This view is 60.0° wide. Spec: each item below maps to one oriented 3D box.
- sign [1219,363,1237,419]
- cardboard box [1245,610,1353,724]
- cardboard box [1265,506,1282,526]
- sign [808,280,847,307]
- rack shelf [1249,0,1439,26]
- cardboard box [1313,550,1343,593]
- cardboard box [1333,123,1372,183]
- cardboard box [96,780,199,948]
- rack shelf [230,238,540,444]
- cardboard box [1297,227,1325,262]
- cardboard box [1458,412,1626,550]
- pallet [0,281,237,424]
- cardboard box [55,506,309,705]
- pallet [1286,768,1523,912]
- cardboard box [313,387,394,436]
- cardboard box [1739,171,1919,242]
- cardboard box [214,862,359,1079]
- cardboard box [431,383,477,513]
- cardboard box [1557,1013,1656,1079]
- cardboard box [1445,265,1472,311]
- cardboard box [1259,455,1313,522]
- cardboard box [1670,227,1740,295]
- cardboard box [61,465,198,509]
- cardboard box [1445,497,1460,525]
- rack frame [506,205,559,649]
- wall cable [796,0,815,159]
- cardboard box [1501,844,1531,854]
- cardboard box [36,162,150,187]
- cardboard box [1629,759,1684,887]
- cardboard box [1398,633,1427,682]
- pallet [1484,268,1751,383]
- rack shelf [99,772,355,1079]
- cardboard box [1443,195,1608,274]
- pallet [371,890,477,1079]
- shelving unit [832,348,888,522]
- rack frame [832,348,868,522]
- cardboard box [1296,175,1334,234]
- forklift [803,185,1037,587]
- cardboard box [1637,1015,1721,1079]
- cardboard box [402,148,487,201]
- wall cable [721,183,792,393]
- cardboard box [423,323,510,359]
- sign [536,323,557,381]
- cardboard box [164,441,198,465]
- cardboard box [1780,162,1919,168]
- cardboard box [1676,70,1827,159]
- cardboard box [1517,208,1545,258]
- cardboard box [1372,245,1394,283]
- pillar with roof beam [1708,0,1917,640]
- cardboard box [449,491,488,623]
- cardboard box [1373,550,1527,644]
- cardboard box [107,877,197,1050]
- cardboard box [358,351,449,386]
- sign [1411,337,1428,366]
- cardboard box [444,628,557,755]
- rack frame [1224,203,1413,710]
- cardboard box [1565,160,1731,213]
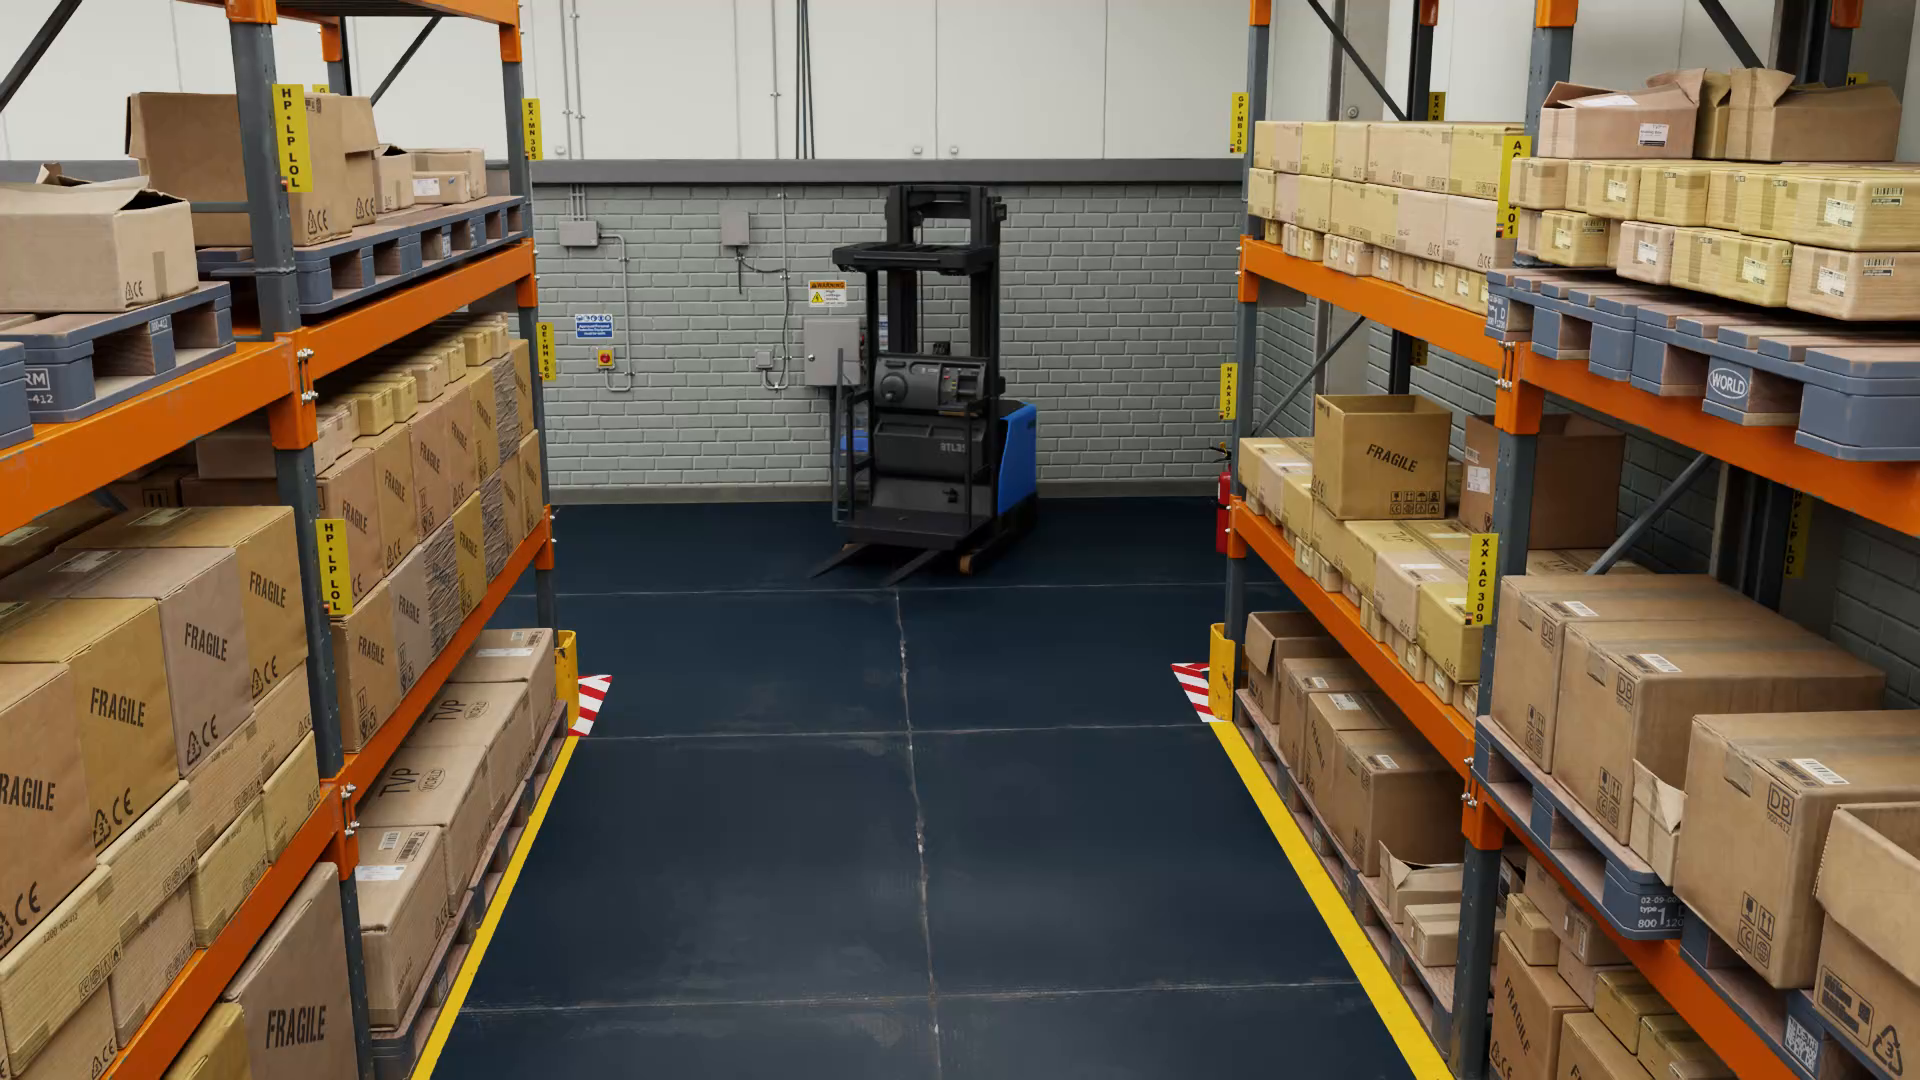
[{"bbox_3d":[1.554,-0.860,9.611,0.100,0.325,0.005,-1,14,-3],"label":"sign"},{"bbox_3d":[2.039,0.710,9.414,0.797,0.503,0.637,-1,15,-6],"label":"cardboard box"},{"bbox_3d":[1.904,-0.179,9.206,0.380,0.149,0.250,-1,14,-2],"label":"cardboard box"},{"bbox_3d":[-1.193,-2.220,14.978,0.339,0.242,0.001,-1,14,-3],"label":"sign"},{"bbox_3d":[2.220,-2.507,7.161,1.077,0.370,4.000,-1,14,-3],"label":"rack shelf"},{"bbox_3d":[1.909,0.145,7.948,0.380,0.149,0.250,-1,14,-2],"label":"cardboard box"},{"bbox_3d":[1.972,-1.723,7.384,0.500,0.250,0.500,0,14,-2],"label":"cardboard box"},{"bbox_3d":[-2.264,0.813,4.146,0.500,0.250,0.500,-1,14,-2],"label":"cardboard box"},{"bbox_3d":[-2.734,-0.978,7.233,1.077,0.370,4.000,-1,14,-3],"label":"rack shelf"},{"bbox_3d":[1.861,-1.440,8.087,0.380,0.149,0.250,-1,14,-4],"label":"cardboard box"},{"bbox_3d":[2.517,-0.263,7.229,0.500,0.500,0.500,-1,14,-5],"label":"cardboard box"},{"bbox_3d":[-2.504,-0.509,4.351,0.805,0.209,1.217,-1,15,-6],"label":"pallet"},{"bbox_3d":[-2.332,0.198,5.030,0.500,0.500,0.500,0,14,-2],"label":"cardboard box"},{"bbox_3d":[2.224,1.421,8.079,1.003,0.211,1.213,-1,14,-3],"label":"pallet"},{"bbox_3d":[-2.415,-0.495,6.422,0.380,0.149,0.250,-1,14,-4],"label":"cardboard box"},{"bbox_3d":[2.073,-0.781,3.885,0.380,0.149,0.250,-1,14,-3],"label":"cardboard box"},{"bbox_3d":[-2.492,1.602,5.202,0.875,0.875,0.875,0,14,-2],"label":"cardboard box"},{"bbox_3d":[-2.472,-0.410,7.394,0.500,0.500,0.500,-1,14,-4],"label":"cardboard box"},{"bbox_3d":[2.192,1.809,5.150,0.500,0.500,0.500,-1,14,-4],"label":"cardboard box"},{"bbox_3d":[2.015,-0.931,6.110,0.380,0.149,0.250,-1,14,-4],"label":"cardboard box"},{"bbox_3d":[1.887,-0.278,8.792,0.500,0.250,0.500,-1,14,-3],"label":"cardboard box"},{"bbox_3d":[2.031,-0.703,4.178,0.380,0.149,0.250,-1,14,-4],"label":"cardboard box"},{"bbox_3d":[-2.915,-0.022,5.887,0.500,0.500,0.500,-1,14,-4],"label":"cardboard box"},{"bbox_3d":[2.478,-0.029,7.822,0.500,0.250,0.500,-1,14,-4],"label":"cardboard box"},{"bbox_3d":[-2.858,-0.372,9.451,1.000,3.000,0.127,-1,14,-3],"label":"rack frame"},{"bbox_3d":[0.042,-4.750,14.353,2.988,3.039,0.133,-1,14,-3],"label":"wall cable"},{"bbox_3d":[2.512,1.447,7.260,0.380,0.149,0.250,-1,14,-4],"label":"cardboard box"},{"bbox_3d":[-2.969,-1.170,5.760,0.396,0.266,0.258,0,14,-2],"label":"cardboard box"},{"bbox_3d":[2.047,0.759,4.484,0.396,0.266,0.258,0,14,-1],"label":"cardboard box"},{"bbox_3d":[1.994,0.463,6.710,0.380,0.149,0.250,-1,14,-2],"label":"cardboard box"},{"bbox_3d":[2.314,-0.653,4.901,1.213,0.211,1.003,-1,14,-3],"label":"pallet"},{"bbox_3d":[-2.486,1.469,3.741,1.077,0.370,4.000,-1,14,-3],"label":"rack shelf"},{"bbox_3d":[2.064,-1.095,5.945,0.500,0.250,0.500,-1,14,-3],"label":"cardboard box"},{"bbox_3d":[-2.579,1.783,6.671,1.003,0.211,1.213,-1,14,-3],"label":"pallet"},{"bbox_3d":[-0.794,-0.989,14.745,0.538,1.500,1.048,3,13,2],"label":"shelving unit"},{"bbox_3d":[-0.820,-0.880,14.249,0.500,1.500,0.032,3,13,2],"label":"rack frame"},{"bbox_3d":[1.922,-1.605,7.929,0.500,0.250,0.500,-1,14,-5],"label":"cardboard box"},{"bbox_3d":[-0.311,-1.258,13.034,1.130,2.935,3.031,5,15,19],"label":"forklift"},{"bbox_3d":[2.253,1.531,4.927,0.380,0.149,0.250,-1,14,-4],"label":"cardboard box"},{"bbox_3d":[-2.740,-1.893,8.601,0.500,0.250,0.500,-2,15,-9],"label":"cardboard box"},{"bbox_3d":[-1.816,-2.290,14.869,0.588,1.984,0.122,-1,14,-3],"label":"wall cable"},{"bbox_3d":[-2.496,-1.006,8.409,0.380,0.149,0.250,-1,14,-4],"label":"cardboard box"},{"bbox_3d":[-2.315,-1.052,9.296,0.100,0.325,0.005,-1,14,-3],"label":"sign"},{"bbox_3d":[-2.855,-0.362,5.906,0.380,0.149,0.250,-1,14,-2],"label":"cardboard box"},{"bbox_3d":[2.541,-0.983,4.670,0.380,0.149,0.250,-1,14,-5],"label":"cardboard box"},{"bbox_3d":[2.431,-1.307,5.098,0.396,0.266,0.258,-1,14,-4],"label":"cardboard box"},{"bbox_3d":[1.965,-0.957,5.166,0.380,0.149,0.250,-1,14,-3],"label":"cardboard box"},{"bbox_3d":[1.987,-1.189,7.111,0.380,0.149,0.250,-1,14,-3],"label":"cardboard box"},{"bbox_3d":[-1.096,-2.480,5.607,9.100,9.000,0.400,-1,14,-3],"label":"pillar with roof beam"},{"bbox_3d":[-2.461,0.077,7.507,0.500,0.500,0.500,0,14,-2],"label":"cardboard box"},{"bbox_3d":[2.023,0.227,6.828,0.500,0.250,0.500,-1,14,-3],"label":"cardboard box"},{"bbox_3d":[-2.288,1.056,4.203,0.500,0.250,0.500,-1,14,-5],"label":"cardboard box"},{"bbox_3d":[-2.504,-0.750,7.413,0.380,0.149,0.250,0,14,-2],"label":"cardboard box"},{"bbox_3d":[2.651,-1.166,9.582,0.100,0.325,0.005,-1,14,-3],"label":"sign"},{"bbox_3d":[-2.717,0.829,9.085,0.875,0.438,0.875,-1,14,-5],"label":"cardboard box"},{"bbox_3d":[2.096,-0.449,9.752,1.000,3.000,0.127,-1,14,-3],"label":"rack frame"},{"bbox_3d":[2.012,-1.035,4.873,0.380,0.149,0.250,-1,14,-3],"label":"cardboard box"}]
